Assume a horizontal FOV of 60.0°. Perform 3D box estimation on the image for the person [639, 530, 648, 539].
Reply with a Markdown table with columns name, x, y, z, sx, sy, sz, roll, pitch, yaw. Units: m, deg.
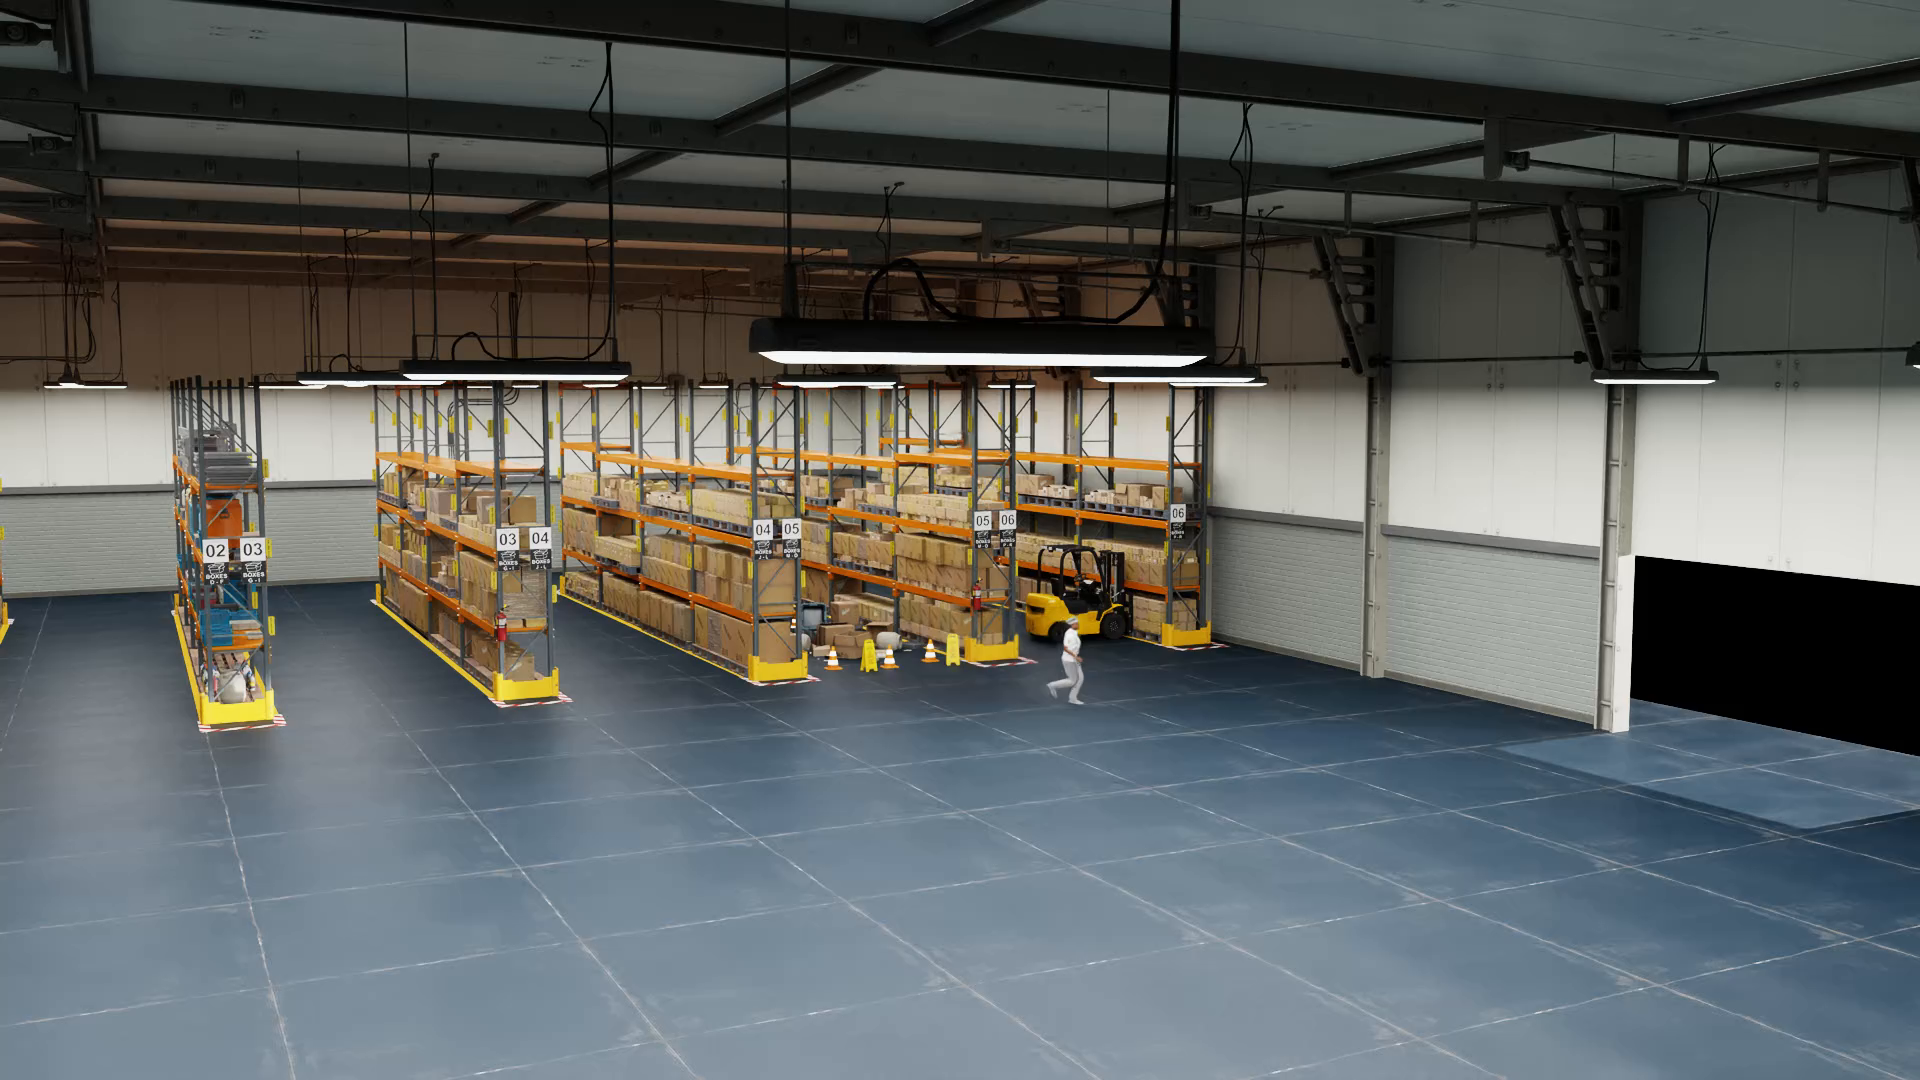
| name | x | y | z | sx | sy | sz | roll | pitch | yaw |
| --- | --- | --- | --- | --- | --- | --- | --- | --- | --- |
| person | -9.137 | 0.505 | 48.142 | 0.709 | 1.647 | 0.703 | -2 | 6 | -26 |

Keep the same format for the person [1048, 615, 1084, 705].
| name | x | y | z | sx | sy | sz | roll | pitch | yaw |
| --- | --- | --- | --- | --- | --- | --- | --- | --- | --- |
| person | 1.962 | 2.198 | 30.515 | 0.681 | 1.658 | 0.561 | 1 | 5 | 11 |
